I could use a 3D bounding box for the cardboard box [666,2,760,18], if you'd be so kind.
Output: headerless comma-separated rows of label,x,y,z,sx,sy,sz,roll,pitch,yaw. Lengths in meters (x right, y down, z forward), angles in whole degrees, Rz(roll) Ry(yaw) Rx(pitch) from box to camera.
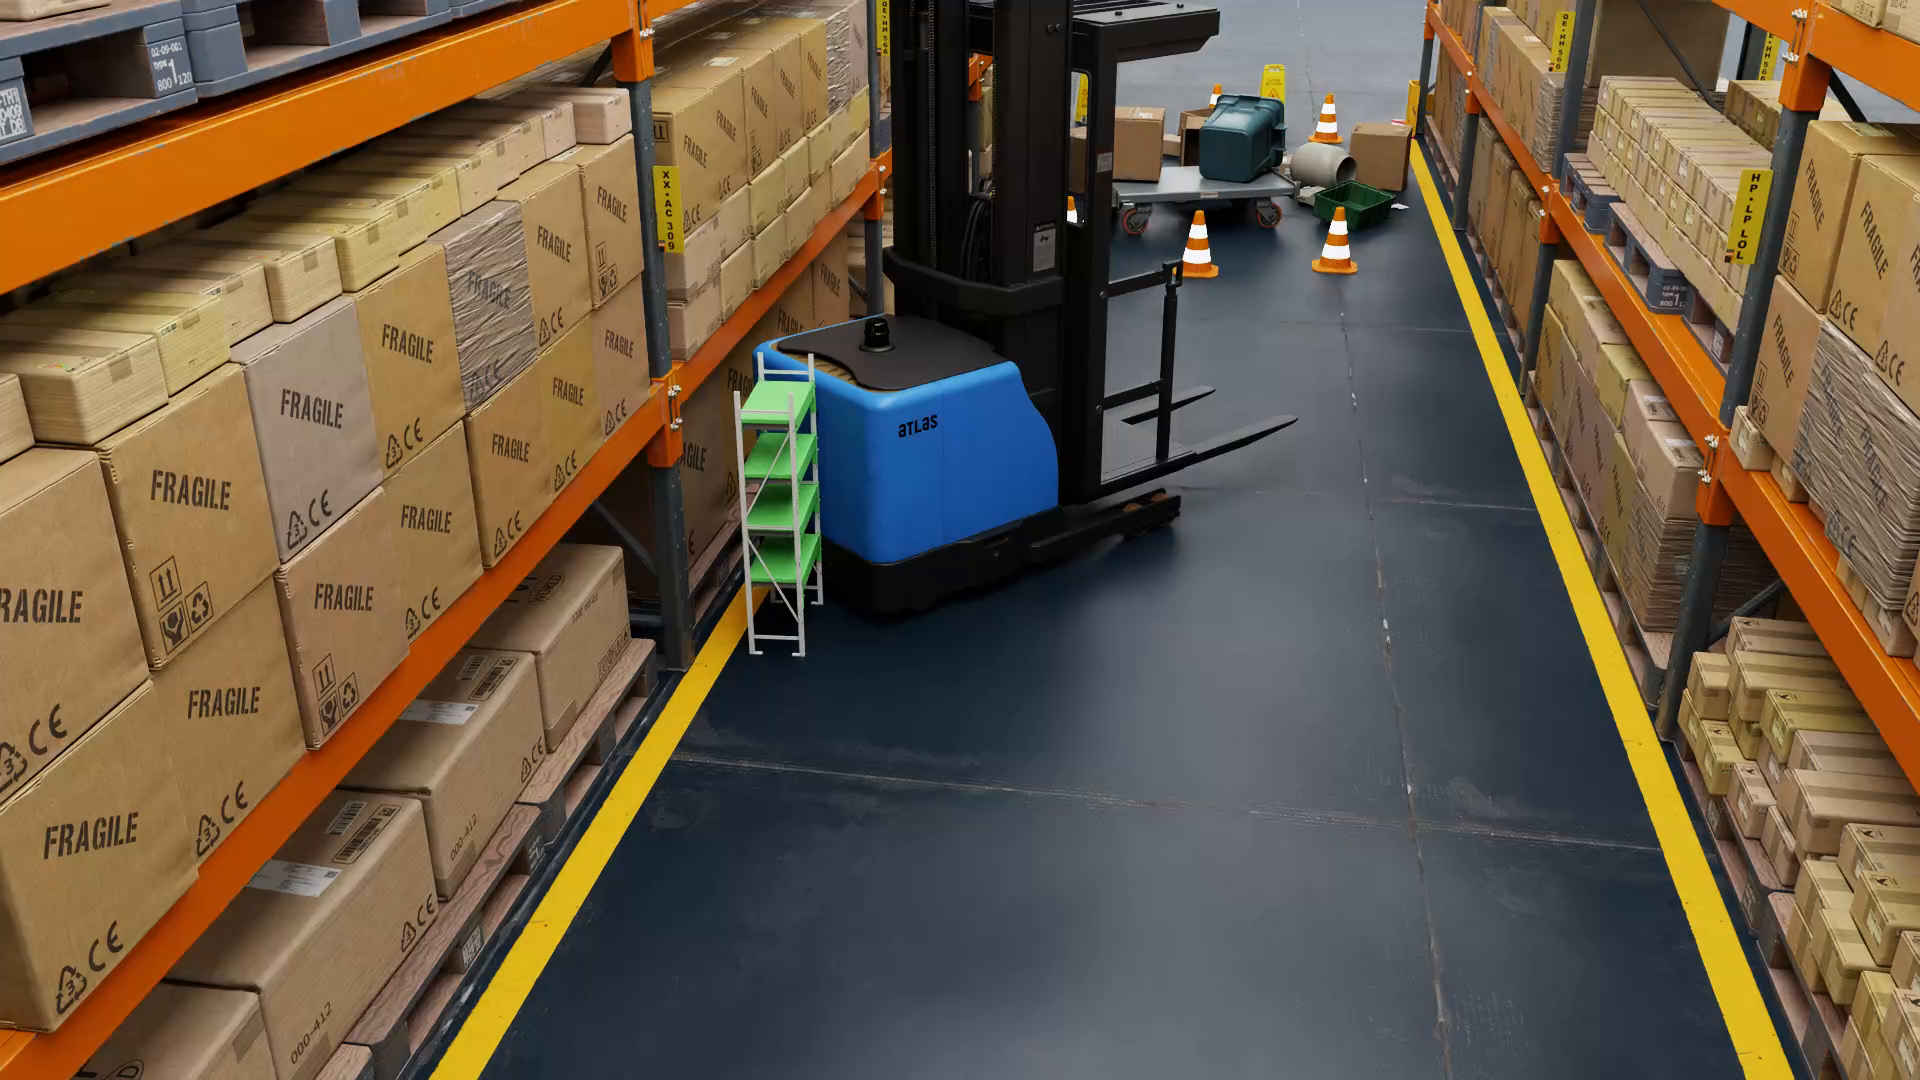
cardboard box,-1.381,-2.623,9.019,0.500,0.500,0.500,4,25,9

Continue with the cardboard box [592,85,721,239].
cardboard box,-1.286,-1.512,6.645,0.500,0.500,0.500,4,25,9

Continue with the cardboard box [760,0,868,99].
cardboard box,-0.814,-2.787,9.367,0.500,0.500,0.500,3,25,7

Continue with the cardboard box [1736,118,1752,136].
cardboard box,4.239,-2.083,8.612,0.380,0.149,0.250,5,26,10

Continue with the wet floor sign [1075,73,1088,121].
wet floor sign,1.407,-4.808,17.760,0.267,0.644,0.232,13,28,26

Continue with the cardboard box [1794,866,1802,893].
cardboard box,2.848,1.125,5.175,0.380,0.149,0.250,3,25,6

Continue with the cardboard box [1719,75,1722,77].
cardboard box,4.332,-2.649,10.254,0.500,0.500,0.500,4,25,8

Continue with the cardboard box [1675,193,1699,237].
cardboard box,3.298,-1.378,7.105,0.380,0.149,0.250,3,25,6

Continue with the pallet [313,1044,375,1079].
pallet,-2.242,1.746,4.270,1.003,0.211,1.213,4,25,9

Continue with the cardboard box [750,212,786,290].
cardboard box,-1.126,-1.377,7.831,0.500,0.250,0.500,4,25,8

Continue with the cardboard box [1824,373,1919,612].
cardboard box,2.738,-0.124,4.507,0.500,0.500,0.500,3,25,7

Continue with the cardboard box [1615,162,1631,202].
cardboard box,3.510,-1.787,8.331,0.380,0.149,0.250,5,26,11

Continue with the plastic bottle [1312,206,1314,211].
plastic bottle,3.122,-2.784,14.126,0.133,0.061,0.283,-9,27,-19

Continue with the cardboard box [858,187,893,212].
cardboard box,-0.643,-2.384,12.410,0.950,0.372,0.625,5,26,10

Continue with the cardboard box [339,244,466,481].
cardboard box,-1.701,-0.497,4.476,0.500,0.500,0.500,4,25,9

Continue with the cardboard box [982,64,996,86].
cardboard box,0.109,-4.050,14.463,0.380,0.149,0.250,4,25,9

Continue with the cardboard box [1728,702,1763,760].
cardboard box,2.931,0.659,5.821,0.380,0.149,0.250,4,25,9

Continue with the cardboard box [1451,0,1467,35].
cardboard box,4.874,-4.796,14.781,0.875,0.550,0.500,4,25,9

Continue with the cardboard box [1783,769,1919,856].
cardboard box,2.759,0.844,5.075,0.380,0.149,0.250,5,25,10

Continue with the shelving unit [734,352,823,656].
shelving unit,-0.769,-0.152,7.159,0.258,1.200,0.503,2,25,4

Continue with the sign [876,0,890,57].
sign,-0.439,-3.010,9.777,0.100,0.325,0.005,4,25,9

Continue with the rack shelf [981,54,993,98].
rack shelf,-0.007,-4.706,15.615,1.077,0.370,4.000,4,25,9

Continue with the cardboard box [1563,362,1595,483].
cardboard box,3.387,-0.576,8.396,0.500,0.500,0.500,3,25,7

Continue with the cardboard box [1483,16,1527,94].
cardboard box,4.133,-3.528,12.130,0.500,0.500,0.500,4,25,9

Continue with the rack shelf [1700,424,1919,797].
rack shelf,2.932,0.613,4.250,1.077,0.370,4.000,4,25,9

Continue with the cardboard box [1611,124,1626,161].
cardboard box,3.553,-2.020,8.476,0.380,0.149,0.250,3,25,7

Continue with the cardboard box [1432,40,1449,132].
cardboard box,5.174,-4.508,16.353,0.875,0.875,0.875,4,25,9

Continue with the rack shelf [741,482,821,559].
rack shelf,-0.769,-0.094,7.186,0.258,0.148,0.480,2,25,4

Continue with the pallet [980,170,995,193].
pallet,-0.259,-3.216,14.872,1.003,0.211,1.213,4,25,9

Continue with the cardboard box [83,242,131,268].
cardboard box,-2.280,-0.670,4.081,0.380,0.149,0.250,5,25,10

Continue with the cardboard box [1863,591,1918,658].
cardboard box,2.722,0.215,4.550,0.380,0.149,0.250,5,26,11

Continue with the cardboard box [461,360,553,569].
cardboard box,-1.611,-0.257,5.142,0.500,0.500,0.500,4,25,8

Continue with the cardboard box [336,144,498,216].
cardboard box,-1.607,-1.070,4.936,0.380,0.149,0.250,4,25,8

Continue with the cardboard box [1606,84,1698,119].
cardboard box,3.604,-2.275,8.672,0.380,0.149,0.250,3,25,7

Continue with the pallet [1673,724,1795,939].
pallet,3.184,0.997,5.871,1.003,0.211,1.213,4,25,9

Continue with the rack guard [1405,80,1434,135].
rack guard,5.224,-4.446,17.158,1.175,0.500,0.348,4,25,9

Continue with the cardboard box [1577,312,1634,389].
cardboard box,3.384,-0.930,8.267,0.500,0.250,0.500,4,25,9

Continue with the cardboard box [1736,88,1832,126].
cardboard box,4.241,-2.226,8.567,0.380,0.149,0.250,4,25,8

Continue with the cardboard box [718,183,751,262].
cardboard box,-1.234,-1.393,7.274,0.500,0.250,0.500,4,25,9

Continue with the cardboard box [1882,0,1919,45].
cardboard box,2.850,-1.454,4.457,0.500,0.250,0.500,4,25,8

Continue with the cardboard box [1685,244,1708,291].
cardboard box,3.254,-1.123,6.912,0.380,0.149,0.250,3,25,6

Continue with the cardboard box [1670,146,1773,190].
cardboard box,3.345,-1.621,7.275,0.380,0.149,0.250,3,25,6

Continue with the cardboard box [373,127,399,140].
cardboard box,-1.975,-1.309,5.447,0.380,0.149,0.250,4,25,8

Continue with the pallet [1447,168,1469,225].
pallet,4.768,-2.945,14.292,1.003,0.211,1.213,4,25,9

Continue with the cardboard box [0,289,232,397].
cardboard box,-1.810,-0.425,3.557,0.380,0.149,0.250,3,25,7

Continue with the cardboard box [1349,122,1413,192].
cardboard box,3.807,-3.484,15.101,0.500,0.500,0.500,8,26,18

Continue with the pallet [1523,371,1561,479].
pallet,3.783,-0.632,9.352,1.003,0.211,1.213,4,25,9

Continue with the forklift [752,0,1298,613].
forklift,0.486,-1.498,7.992,3.031,2.935,1.130,-19,31,-35

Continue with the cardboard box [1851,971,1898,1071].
cardboard box,2.625,1.309,4.432,0.380,0.149,0.250,5,26,11

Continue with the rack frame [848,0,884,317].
rack frame,-0.988,-2.523,10.101,1.000,3.000,0.127,4,25,9

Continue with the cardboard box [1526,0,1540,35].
cardboard box,4.326,-3.758,11.444,0.700,0.500,0.500,4,25,9

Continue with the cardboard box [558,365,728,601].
cardboard box,-1.619,-0.343,7.454,0.875,0.875,0.875,5,26,10
